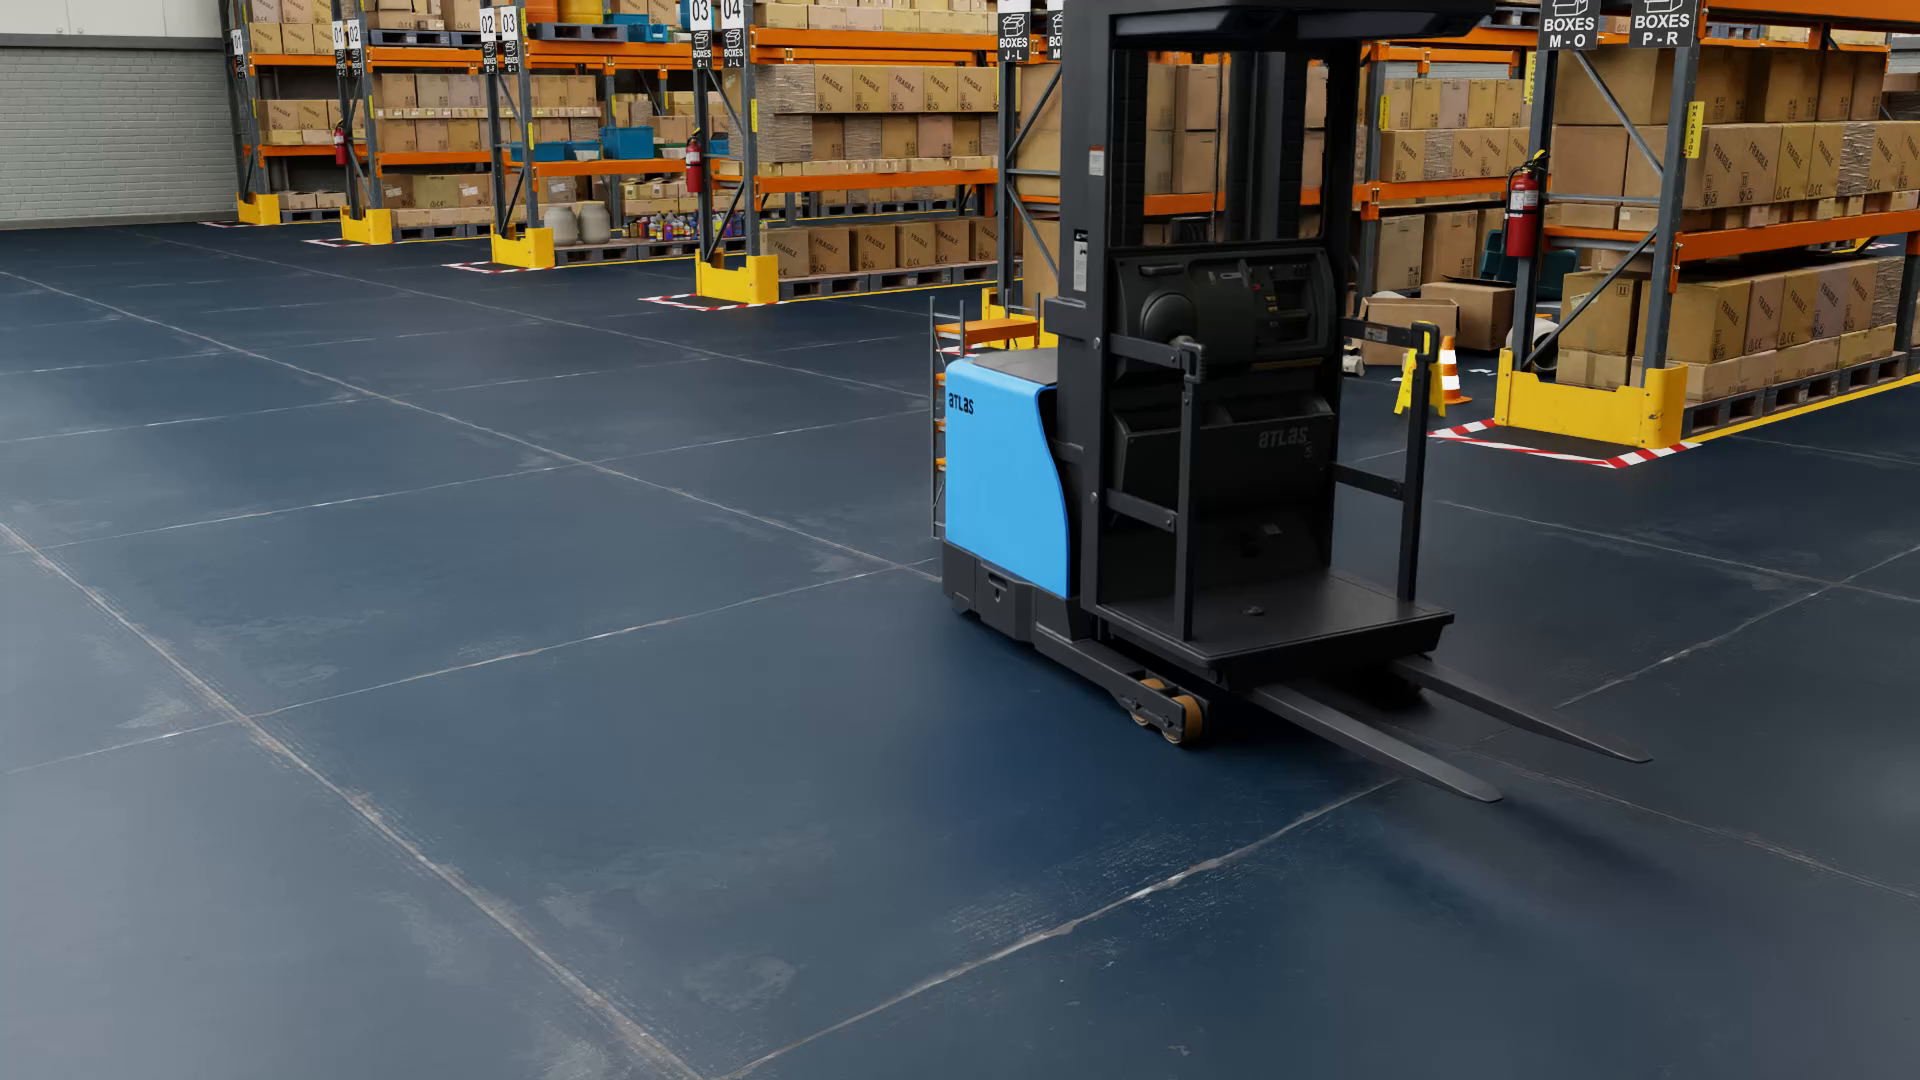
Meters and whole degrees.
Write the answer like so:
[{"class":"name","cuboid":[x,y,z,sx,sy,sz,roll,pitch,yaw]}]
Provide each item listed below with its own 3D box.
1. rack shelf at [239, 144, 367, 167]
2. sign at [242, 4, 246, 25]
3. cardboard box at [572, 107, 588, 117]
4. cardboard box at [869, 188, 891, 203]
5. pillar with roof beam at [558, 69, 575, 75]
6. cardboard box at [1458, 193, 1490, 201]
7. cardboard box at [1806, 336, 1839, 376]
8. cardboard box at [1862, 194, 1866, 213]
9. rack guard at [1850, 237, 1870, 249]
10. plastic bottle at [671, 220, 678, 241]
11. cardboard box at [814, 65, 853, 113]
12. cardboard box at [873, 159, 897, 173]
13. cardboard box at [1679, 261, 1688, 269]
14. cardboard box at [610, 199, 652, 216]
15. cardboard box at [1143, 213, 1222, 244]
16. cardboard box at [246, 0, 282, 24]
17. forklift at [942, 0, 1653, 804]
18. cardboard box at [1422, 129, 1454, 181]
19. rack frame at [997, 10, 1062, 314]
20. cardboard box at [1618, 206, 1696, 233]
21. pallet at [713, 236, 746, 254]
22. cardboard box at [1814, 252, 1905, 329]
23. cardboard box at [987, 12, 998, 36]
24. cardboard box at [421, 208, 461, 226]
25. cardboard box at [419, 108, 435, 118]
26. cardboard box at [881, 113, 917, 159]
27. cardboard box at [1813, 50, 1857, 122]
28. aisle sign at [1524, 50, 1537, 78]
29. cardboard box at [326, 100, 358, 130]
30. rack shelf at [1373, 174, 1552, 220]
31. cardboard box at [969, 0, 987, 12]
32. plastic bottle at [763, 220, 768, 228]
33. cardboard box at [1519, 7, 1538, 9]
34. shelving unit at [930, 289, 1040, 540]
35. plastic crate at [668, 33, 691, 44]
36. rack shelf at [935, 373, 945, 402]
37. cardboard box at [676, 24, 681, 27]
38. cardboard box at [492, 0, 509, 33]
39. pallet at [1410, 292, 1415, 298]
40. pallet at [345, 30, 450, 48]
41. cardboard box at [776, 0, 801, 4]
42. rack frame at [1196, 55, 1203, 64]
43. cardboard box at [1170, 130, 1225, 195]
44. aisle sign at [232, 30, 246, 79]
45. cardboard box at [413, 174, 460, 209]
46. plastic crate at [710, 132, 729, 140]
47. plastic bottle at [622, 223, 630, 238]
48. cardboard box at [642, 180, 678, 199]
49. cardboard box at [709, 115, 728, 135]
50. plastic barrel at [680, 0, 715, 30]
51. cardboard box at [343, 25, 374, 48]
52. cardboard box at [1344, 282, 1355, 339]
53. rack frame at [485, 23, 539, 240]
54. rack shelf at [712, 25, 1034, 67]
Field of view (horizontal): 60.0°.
[{"class":"rack shelf","cuboid":[-10.728,-6.951,29.854,4.000,0.370,1.077,-13,19,-39]},{"class":"sign","cuboid":[-11.880,-8.726,27.598,0.005,0.325,0.100,-13,19,-39]},{"class":"cardboard box","cuboid":[-6.216,-6.906,26.841,0.250,0.149,0.380,-13,20,-41]},{"class":"cardboard box","cuboid":[-1.643,-6.551,30.956,0.500,0.500,0.500,-13,20,-40]},{"class":"pillar with roof beam","cuboid":[-4.924,-10.324,29.461,0.400,9.000,9.100,-13,19,-39]},{"class":"cardboard box","cuboid":[7.800,-5.525,26.424,0.875,0.875,0.875,-13,19,-39]},{"class":"cardboard box","cuboid":[5.990,-1.360,12.043,0.500,0.250,0.500,-12,19,-39]},{"class":"cardboard box","cuboid":[6.370,-2.468,12.164,0.250,0.149,0.380,-13,20,-40]},{"class":"rack guard","cuboid":[12.711,-4.574,24.405,0.348,0.500,1.175,-13,19,-39]},{"class":"plastic bottle","cuboid":[-3.902,-4.230,22.708,0.097,0.271,0.097,0,15,0]},{"class":"cardboard box","cuboid":[-1.506,-4.865,17.945,0.500,0.500,0.500,-13,19,-39]},{"class":"cardboard box","cuboid":[-0.915,-4.183,18.583,0.250,0.149,0.380,-13,19,-39]},{"class":"cardboard box","cuboid":[4.881,-1.991,11.697,0.250,0.149,0.380,-12,19,-38]},{"class":"cardboard box","cuboid":[-5.497,-5.568,27.798,0.500,0.250,0.500,-13,20,-41]},{"class":"cardboard box","cuboid":[1.829,-2.538,15.242,0.875,0.875,0.875,-13,20,-40]},{"class":"cardboard box","cuboid":[-11.786,-8.968,28.029,0.500,0.500,0.500,14,21,43]},{"class":"forklift","cuboid":[1.060,-0.854,5.767,1.130,2.935,3.031,-8,17,-27]},{"class":"cardboard box","cuboid":[4.669,-3.932,16.966,0.500,0.500,0.500,-12,19,-39]},{"class":"rack frame","cuboid":[0.698,-3.084,13.984,0.127,3.000,1.000,-13,19,-39]},{"class":"cardboard box","cuboid":[4.416,-2.033,10.537,0.250,0.149,0.380,-13,19,-39]},{"class":"pallet","cuboid":[-3.249,-4.256,23.774,1.213,0.211,1.003,-13,19,-39]},{"class":"cardboard box","cuboid":[6.771,-1.900,12.610,0.500,0.500,0.500,-13,20,-40]},{"class":"cardboard box","cuboid":[0.363,-5.993,19.353,0.500,0.250,0.500,-12,19,-37]},{"class":"cardboard box","cuboid":[-8.056,-5.003,25.684,0.500,0.250,0.500,-13,19,-39]},{"class":"cardboard box","cuboid":[-8.158,-6.470,25.207,0.250,0.149,0.380,-13,19,-39]},{"class":"cardboard box","cuboid":[-0.960,-4.614,18.939,0.500,0.500,0.875,-13,19,-39]},{"class":"cardboard box","cuboid":[6.167,-3.376,12.368,0.500,0.500,0.700,-13,19,-39]},{"class":"aisle sign","cuboid":[9.446,-8.104,27.739,0.004,0.787,0.394,-13,19,-39]},{"class":"cardboard box","cuboid":[-10.906,-7.450,29.126,0.500,0.500,0.500,-13,20,-41]},{"class":"rack shelf","cuboid":[5.224,-3.753,17.882,4.000,0.370,1.077,-13,19,-39]},{"class":"cardboard box","cuboid":[0.086,-6.116,19.039,0.250,0.149,0.380,-14,20,-42]},{"class":"plastic bottle","cuboid":[-2.785,-4.447,23.657,0.097,0.201,0.097,0,15,0]},{"class":"cardboard box","cuboid":[6.043,-6.017,18.316,0.500,0.311,0.500,-13,19,-39]},{"class":"shelving unit","cuboid":[0.125,-0.608,8.200,0.503,1.200,0.258,-13,19,-39]},{"class":"plastic crate","cuboid":[-3.661,-6.680,22.144,0.396,0.136,0.243,-13,19,-39]},{"class":"rack shelf","cuboid":[0.125,-0.759,8.160,0.480,0.148,0.258,-13,19,-39]},{"class":"cardboard box","cuboid":[-5.880,-10.117,33.454,0.700,0.500,0.500,14,21,43]},{"class":"cardboard box","cuboid":[-7.289,-8.189,25.997,0.637,0.503,0.797,-10,18,-33]},{"class":"pallet","cuboid":[5.169,-2.768,18.203,1.213,0.211,1.003,-13,19,-39]},{"class":"pallet","cuboid":[-8.431,-7.517,24.939,1.213,0.211,1.003,-13,19,-39]},{"class":"cardboard box","cuboid":[-1.863,-5.663,17.344,0.250,0.149,0.380,-12,19,-38]},{"class":"rack frame","cuboid":[3.553,-5.422,22.736,0.127,3.000,1.000,-13,19,-39]},{"class":"cardboard box","cuboid":[1.854,-3.396,14.861,0.550,0.550,0.875,-13,19,-39]},{"class":"aisle sign","cuboid":[-12.094,-8.145,27.893,0.004,0.787,0.394,-13,19,-39]},{"class":"cardboard box","cuboid":[-8.055,-5.365,25.586,0.500,0.500,0.500,-13,19,-39]},{"class":"plastic crate","cuboid":[-3.194,-5.615,23.578,0.504,0.338,0.767,-13,19,-39]},{"class":"plastic bottle","cuboid":[-4.635,-4.288,23.061,0.097,0.201,0.097,0,15,0]},{"class":"cardboard box","cuboid":[-5.108,-5.924,28.044,0.500,0.311,0.500,-13,20,-40]},{"class":"cardboard box","cuboid":[-4.202,-7.112,28.870,0.500,0.500,0.500,-14,20,-42]},{"class":"plastic barrel","cuboid":[-3.537,-7.455,22.750,0.708,0.901,0.600,-13,19,-39]},{"class":"cardboard box","cuboid":[-10.612,-8.743,29.123,0.500,0.500,0.500,-11,19,-36]},{"class":"cardboard box","cuboid":[3.218,-2.093,15.110,0.500,0.500,0.500,-9,17,-30]},{"class":"rack frame","cuboid":[-5.733,-5.031,21.273,0.127,3.000,1.000,-13,19,-39]},{"class":"rack shelf","cuboid":[-0.973,-5.507,18.637,4.000,0.370,1.077,-13,19,-39]}]
